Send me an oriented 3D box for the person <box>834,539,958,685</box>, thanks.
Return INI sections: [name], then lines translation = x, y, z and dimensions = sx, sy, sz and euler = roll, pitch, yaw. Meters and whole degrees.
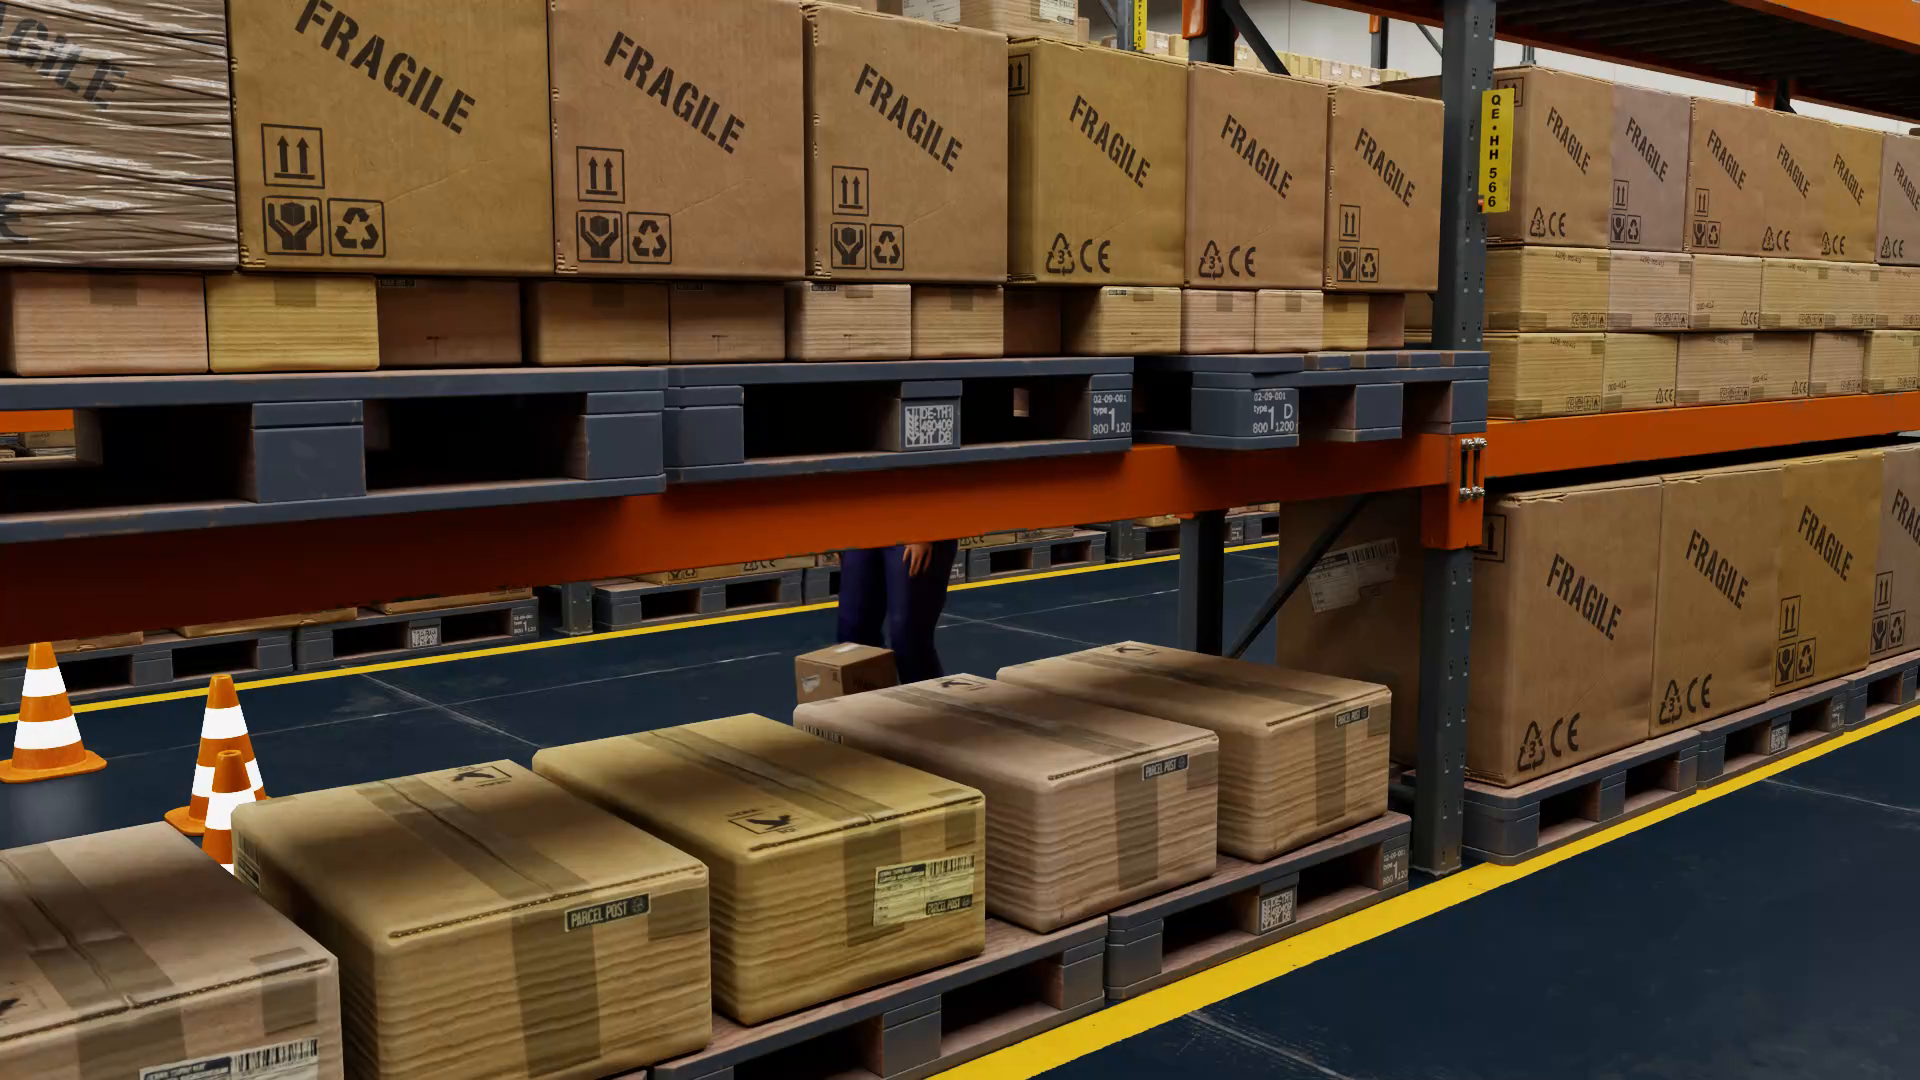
[person]
translation = -0.234, -0.011, 5.897
dimensions = 0.532, 1.654, 0.368
euler = 7, 11, 44
